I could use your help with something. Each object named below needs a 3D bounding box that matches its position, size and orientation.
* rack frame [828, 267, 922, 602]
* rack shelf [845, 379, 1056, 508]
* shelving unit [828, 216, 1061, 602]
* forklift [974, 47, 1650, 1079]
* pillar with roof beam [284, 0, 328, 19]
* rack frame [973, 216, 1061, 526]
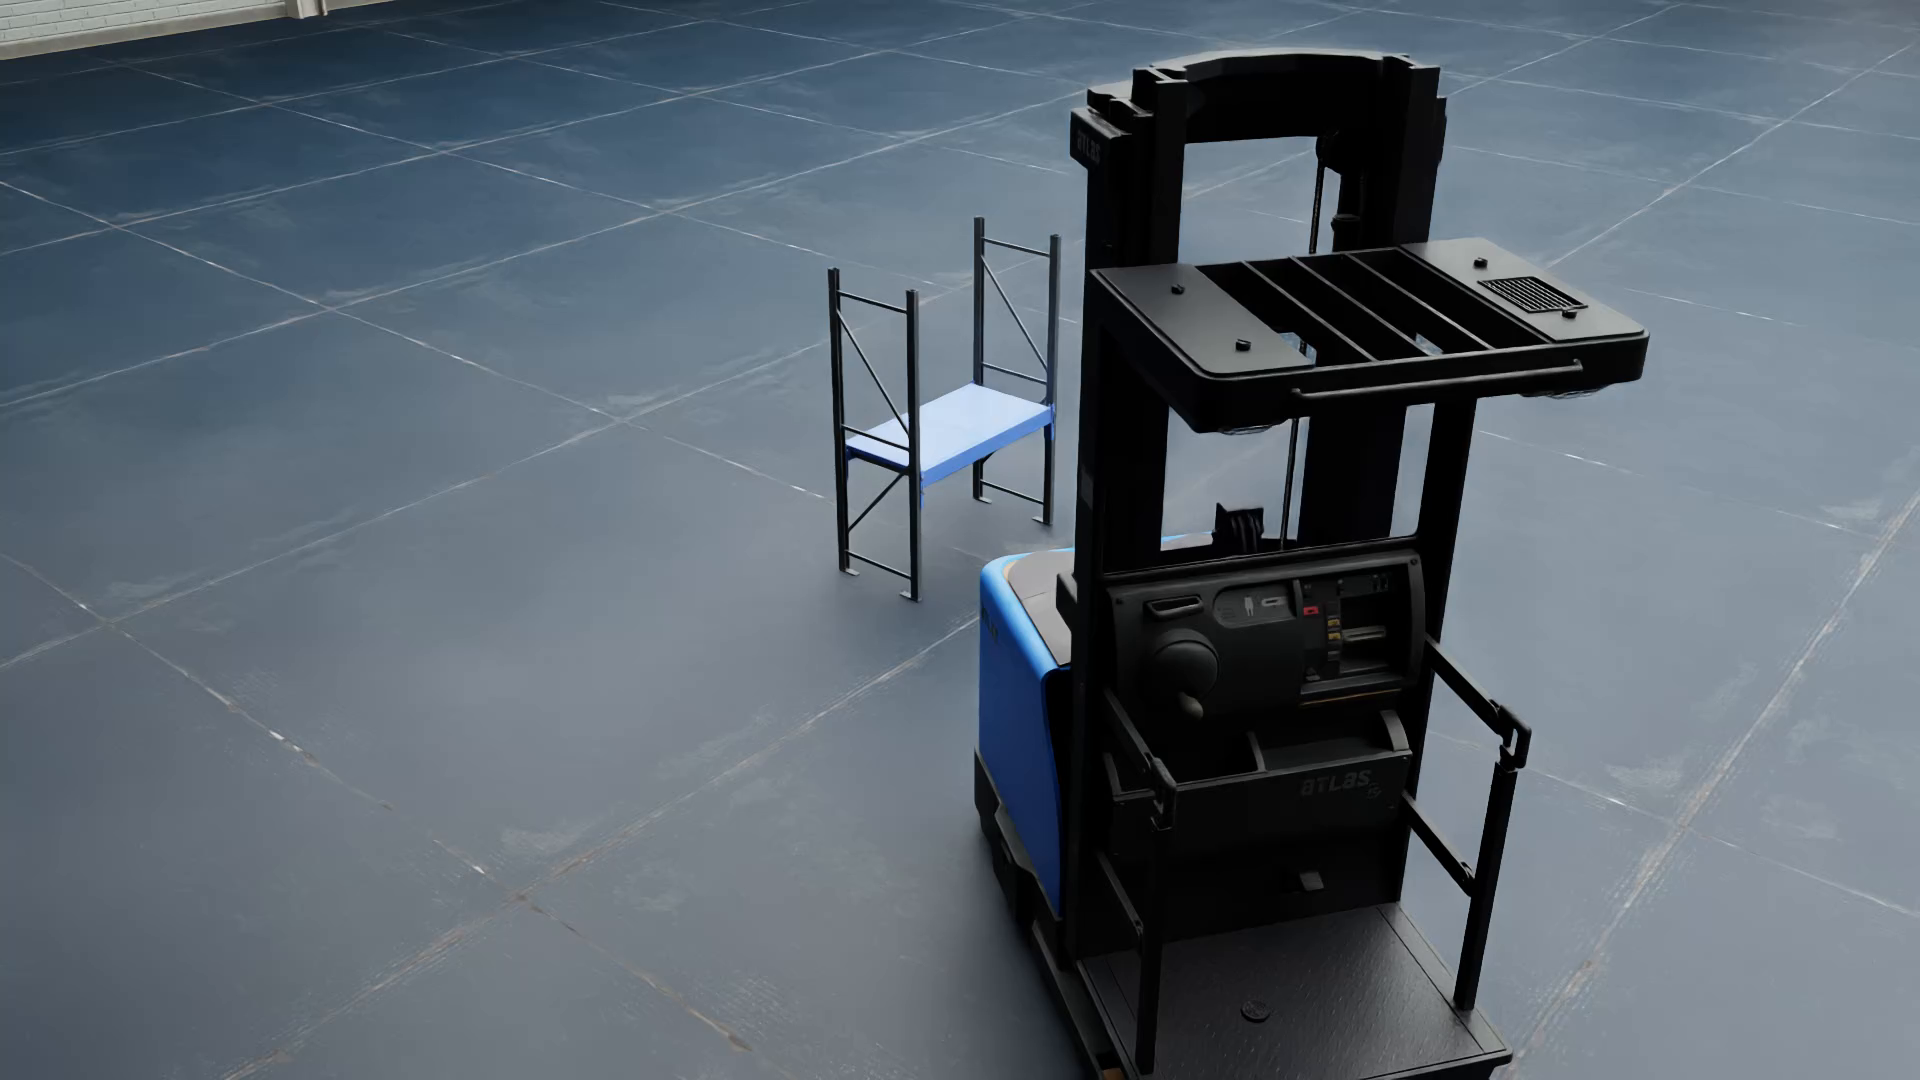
[{"bbox_3d":[-0.378,-0.456,7.499,0.500,1.500,0.032,21,34,34],"label":"rack frame"},{"bbox_3d":[-0.054,-0.476,7.930,0.538,0.185,1.000,21,34,34],"label":"rack shelf"},{"bbox_3d":[-0.054,-0.636,7.847,0.538,1.500,1.048,21,34,34],"label":"shelving unit"},{"bbox_3d":[0.922,0.312,4.458,1.130,2.935,3.031,-7,28,-13],"label":"forklift"},{"bbox_3d":[-4.974,-9.405,16.637,9.100,9.000,0.400,21,34,34],"label":"pillar with roof beam"},{"bbox_3d":[0.269,-0.816,8.195,0.500,1.500,0.032,21,34,34],"label":"rack frame"}]
